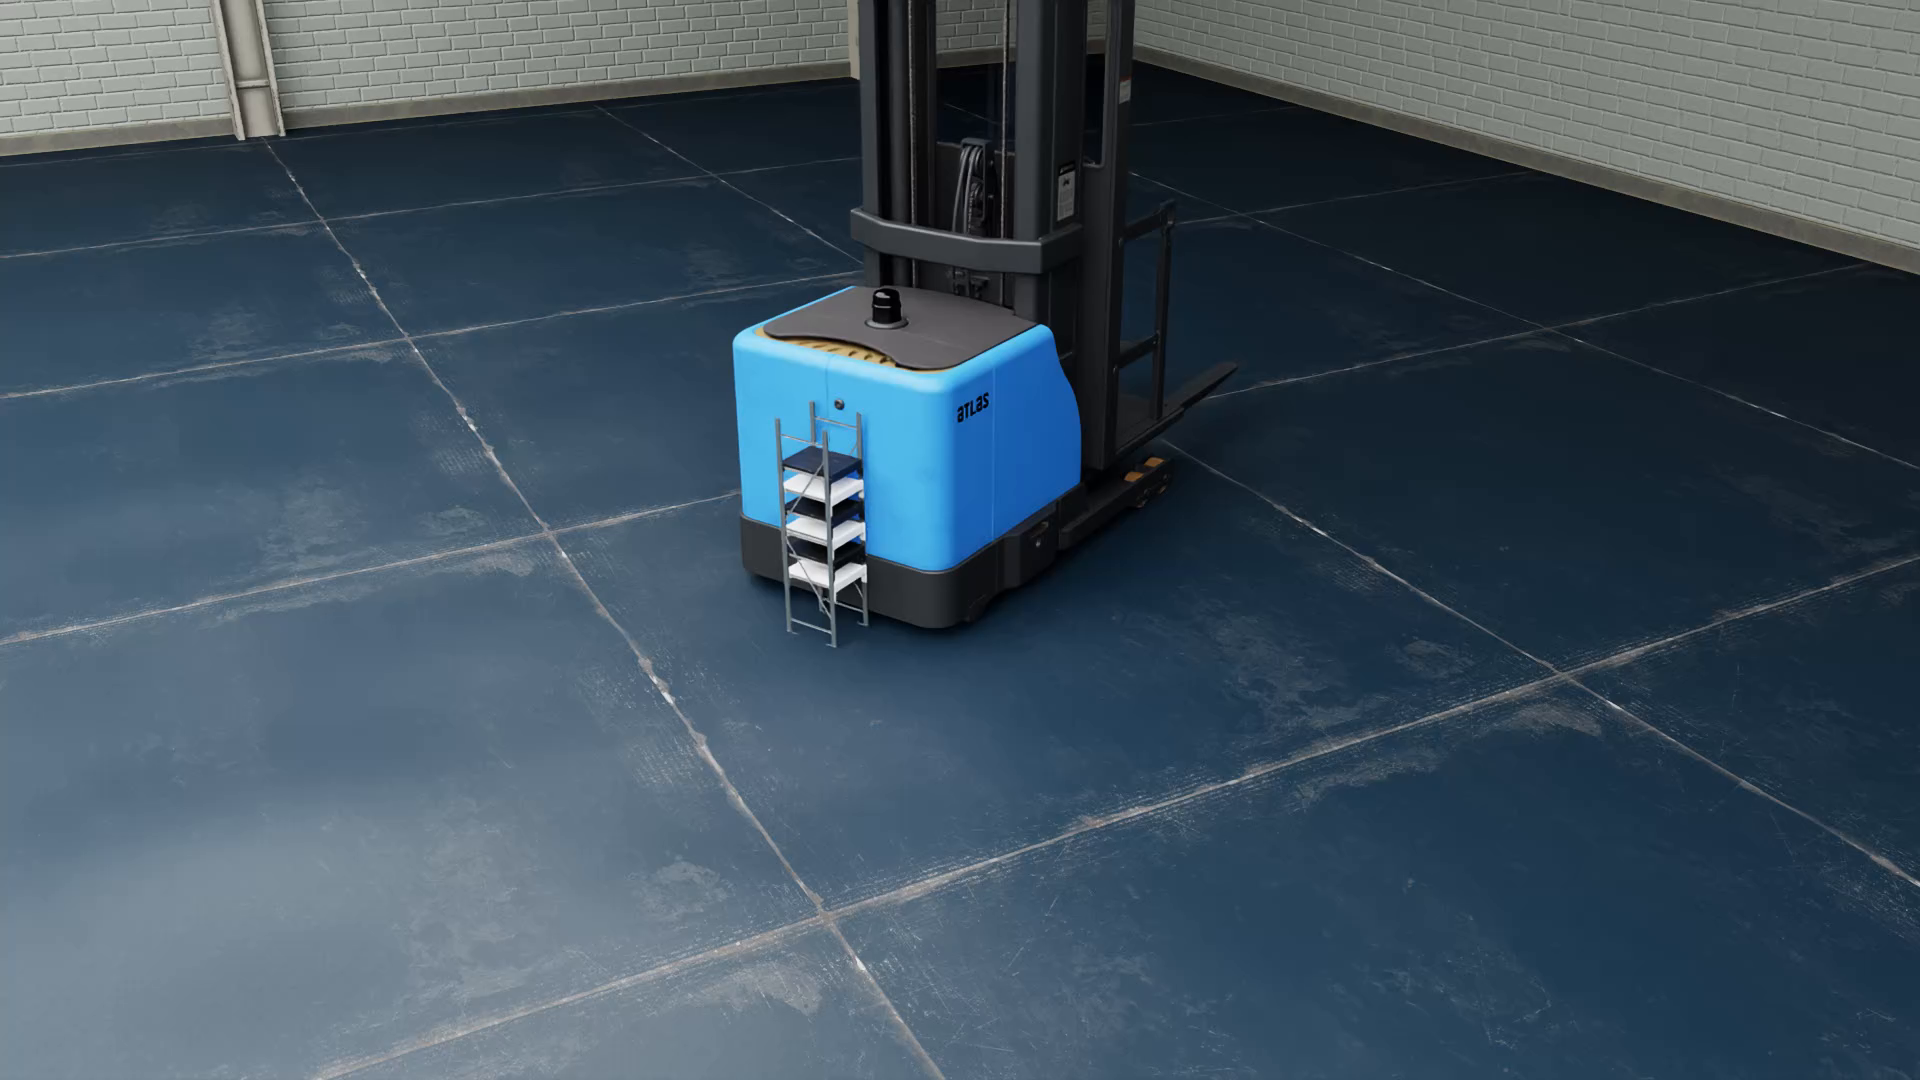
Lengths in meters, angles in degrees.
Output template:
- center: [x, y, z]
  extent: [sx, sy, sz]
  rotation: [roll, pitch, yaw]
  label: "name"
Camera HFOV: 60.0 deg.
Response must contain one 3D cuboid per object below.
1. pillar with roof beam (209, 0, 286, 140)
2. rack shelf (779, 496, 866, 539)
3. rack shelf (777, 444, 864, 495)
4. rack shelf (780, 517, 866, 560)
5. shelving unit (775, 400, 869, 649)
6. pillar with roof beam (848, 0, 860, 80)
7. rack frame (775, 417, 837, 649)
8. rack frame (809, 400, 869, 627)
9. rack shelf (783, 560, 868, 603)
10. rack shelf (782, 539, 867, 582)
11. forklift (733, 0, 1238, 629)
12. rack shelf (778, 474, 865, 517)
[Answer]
- center: [-4.172, -6.003, 9.356]
  extent: [0.400, 9.000, 9.100]
  rotation: [-13, 29, -25]
  label: "pillar with roof beam"
- center: [-0.520, -0.105, 6.296]
  extent: [0.258, 0.077, 0.200]
  rotation: [16, 31, 30]
  label: "rack shelf"
- center: [-0.521, -0.267, 6.216]
  extent: [0.258, 0.077, 0.200]
  rotation: [16, 31, 30]
  label: "rack shelf"
- center: [-0.520, -0.024, 6.335]
  extent: [0.258, 0.077, 0.200]
  rotation: [16, 31, 30]
  label: "rack shelf"
- center: [-0.520, -0.054, 6.321]
  extent: [0.258, 0.900, 0.210]
  rotation: [16, 31, 30]
  label: "shelving unit"
- center: [1.123, -7.225, 11.901]
  extent: [0.400, 9.000, 9.100]
  rotation: [-13, 29, -25]
  label: "pillar with roof beam"
- center: [-0.576, -0.017, 6.245]
  extent: [0.240, 0.900, 0.006]
  rotation: [16, 31, 30]
  label: "rack frame"
- center: [-0.464, -0.092, 6.396]
  extent: [0.240, 0.900, 0.006]
  rotation: [16, 31, 30]
  label: "rack frame"
- center: [-0.519, 0.137, 6.415]
  extent: [0.258, 0.077, 0.200]
  rotation: [16, 31, 30]
  label: "rack shelf"
- center: [-0.519, 0.056, 6.375]
  extent: [0.258, 0.077, 0.200]
  rotation: [16, 31, 30]
  label: "rack shelf"
- center: [0.333, -1.569, 7.132]
  extent: [1.130, 2.935, 3.031]
  rotation: [16, 30, 30]
  label: "forklift"
- center: [-0.521, -0.186, 6.256]
  extent: [0.258, 0.077, 0.200]
  rotation: [16, 31, 30]
  label: "rack shelf"
